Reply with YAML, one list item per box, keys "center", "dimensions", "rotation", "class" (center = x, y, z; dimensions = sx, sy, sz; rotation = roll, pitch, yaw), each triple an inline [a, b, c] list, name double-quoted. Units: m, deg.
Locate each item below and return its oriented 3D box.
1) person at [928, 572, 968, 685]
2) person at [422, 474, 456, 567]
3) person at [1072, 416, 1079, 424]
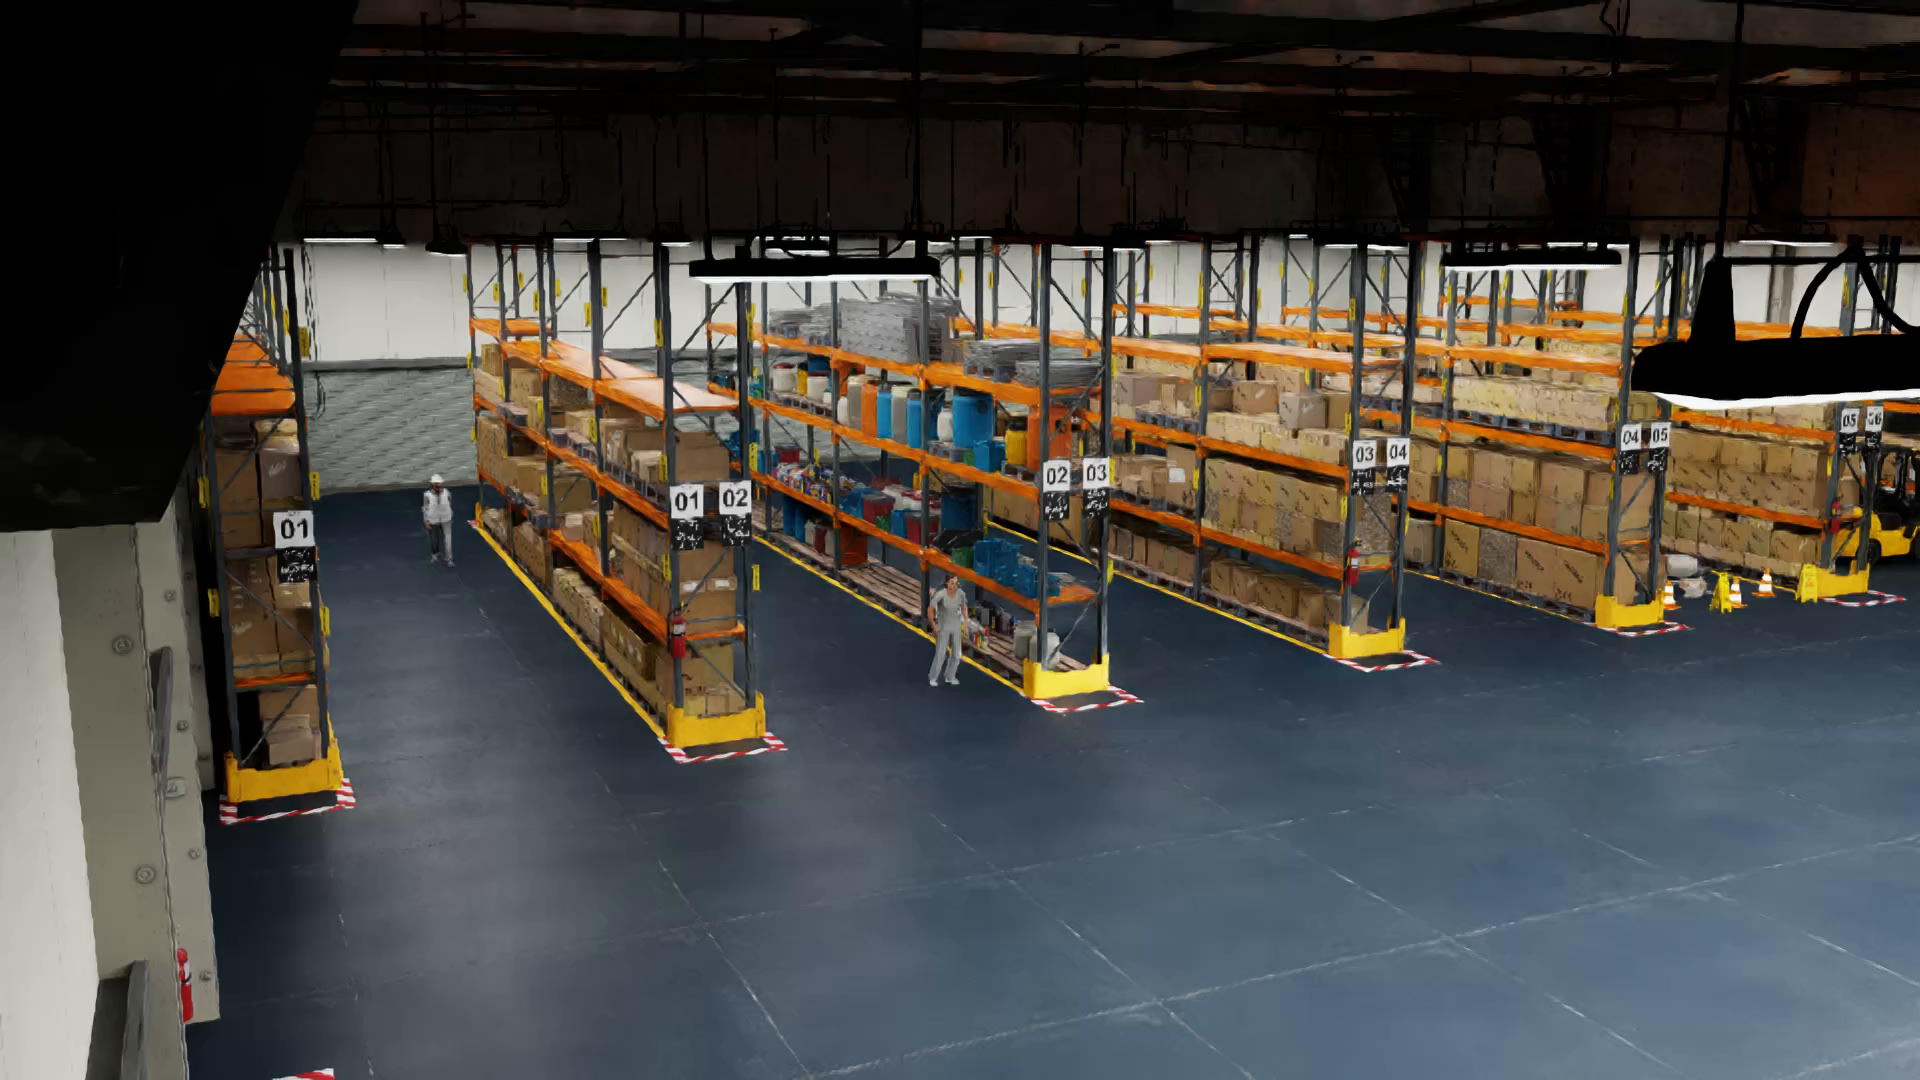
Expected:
- center: [-0.166, 1.207, 22.694]
  dimensions: [0.580, 1.619, 0.507]
  rotation: [-5, 12, -24]
  class: "person"
- center: [-9.592, -0.378, 30.566]
  dimensions: [0.543, 1.698, 1.115]
  rotation: [-4, 12, -21]
  class: "person"
- center: [2.859, -2.819, 43.455]
  dimensions: [0.523, 1.601, 0.946]
  rotation: [0, 11, -3]
  class: "person"
